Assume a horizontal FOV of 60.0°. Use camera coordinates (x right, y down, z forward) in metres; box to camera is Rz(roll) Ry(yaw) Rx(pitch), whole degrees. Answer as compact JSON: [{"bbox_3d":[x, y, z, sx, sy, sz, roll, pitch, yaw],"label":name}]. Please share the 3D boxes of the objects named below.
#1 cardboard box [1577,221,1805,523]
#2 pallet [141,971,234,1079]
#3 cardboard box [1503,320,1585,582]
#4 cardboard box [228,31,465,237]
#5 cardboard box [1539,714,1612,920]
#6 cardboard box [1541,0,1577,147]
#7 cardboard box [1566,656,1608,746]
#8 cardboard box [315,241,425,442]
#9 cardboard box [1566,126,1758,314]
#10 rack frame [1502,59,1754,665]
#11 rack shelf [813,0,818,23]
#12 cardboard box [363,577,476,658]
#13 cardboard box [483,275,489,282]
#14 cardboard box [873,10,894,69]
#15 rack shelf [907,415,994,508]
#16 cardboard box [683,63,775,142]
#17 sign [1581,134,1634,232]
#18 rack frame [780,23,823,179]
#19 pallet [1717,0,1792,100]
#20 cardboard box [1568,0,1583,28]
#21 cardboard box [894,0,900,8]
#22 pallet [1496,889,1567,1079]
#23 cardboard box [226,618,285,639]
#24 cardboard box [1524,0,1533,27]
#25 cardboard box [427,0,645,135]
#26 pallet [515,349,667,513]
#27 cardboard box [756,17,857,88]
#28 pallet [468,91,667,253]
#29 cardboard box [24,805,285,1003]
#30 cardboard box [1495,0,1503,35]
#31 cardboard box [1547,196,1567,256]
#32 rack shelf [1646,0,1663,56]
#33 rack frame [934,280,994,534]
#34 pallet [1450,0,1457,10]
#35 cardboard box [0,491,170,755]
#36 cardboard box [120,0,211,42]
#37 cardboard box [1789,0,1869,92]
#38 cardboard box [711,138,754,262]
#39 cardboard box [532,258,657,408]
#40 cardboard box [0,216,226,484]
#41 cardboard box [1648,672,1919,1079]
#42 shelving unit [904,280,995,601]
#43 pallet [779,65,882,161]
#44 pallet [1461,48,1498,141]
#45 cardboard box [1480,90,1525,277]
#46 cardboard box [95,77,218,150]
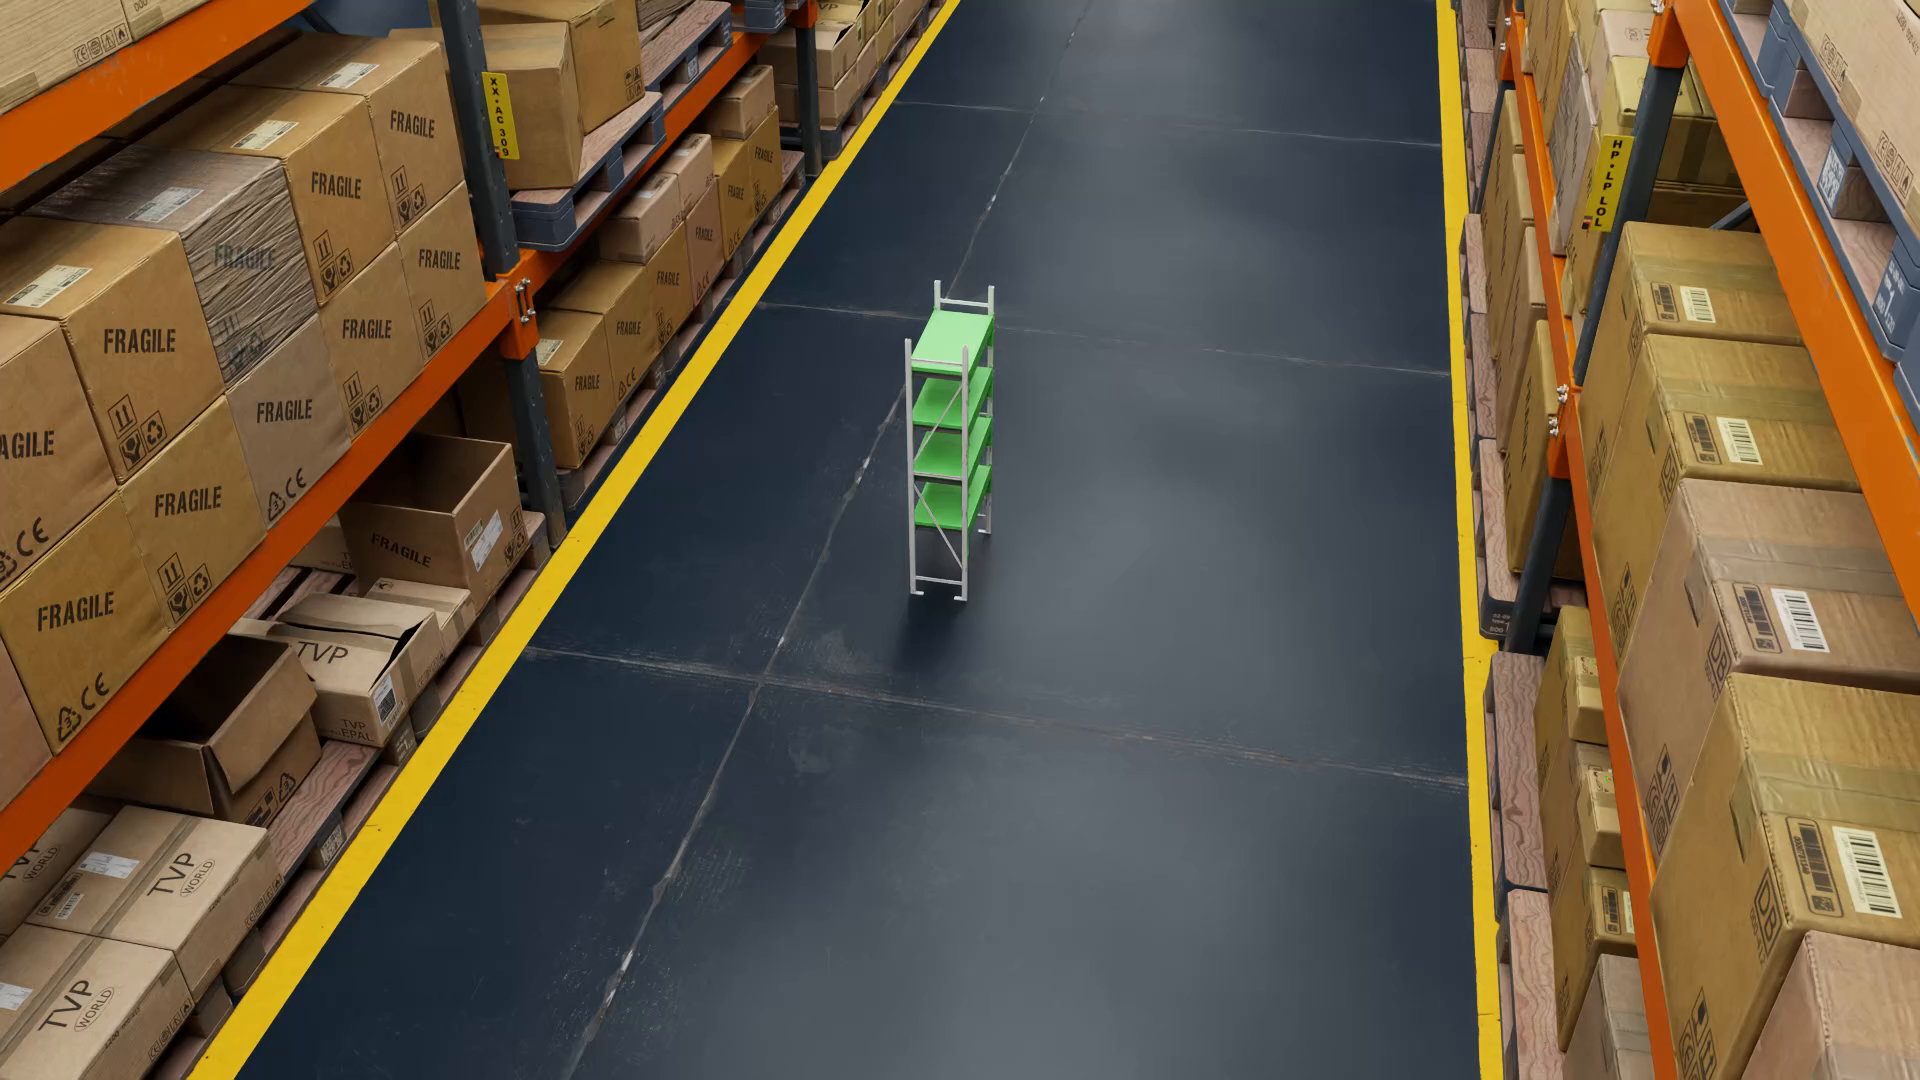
[{"bbox_3d":[2.489,-0.460,5.073,0.980,0.700,0.700,8,37,11],"label":"cardboard box"},{"bbox_3d":[-2.888,1.655,4.787,1.003,0.211,1.213,7,37,10],"label":"pallet"},{"bbox_3d":[2.633,-0.336,6.632,0.750,0.750,0.750,8,37,11],"label":"cardboard box"},{"bbox_3d":[-2.074,-1.389,5.674,0.500,0.500,0.500,7,37,10],"label":"cardboard box"},{"bbox_3d":[2.251,0.898,5.227,0.700,0.500,0.500,7,37,9],"label":"cardboard box"},{"bbox_3d":[2.790,-1.981,7.071,0.500,0.500,0.500,8,37,11],"label":"cardboard box"},{"bbox_3d":[2.110,0.521,5.194,0.380,0.149,0.250,8,37,12],"label":"cardboard box"},{"bbox_3d":[-2.184,-0.693,5.564,0.500,0.500,0.500,8,37,11],"label":"cardboard box"},{"bbox_3d":[2.473,-1.113,5.874,0.500,0.500,0.500,7,36,9],"label":"cardboard box"},{"bbox_3d":[2.621,-0.648,5.588,1.000,3.000,0.127,7,37,10],"label":"rack frame"},{"bbox_3d":[-0.938,-4.415,11.399,1.077,0.370,4.000,7,37,10],"label":"rack shelf"},{"bbox_3d":[-2.085,0.294,6.342,0.380,0.149,0.250,7,37,10],"label":"cardboard box"},{"bbox_3d":[-2.280,-1.034,7.875,0.500,0.500,0.500,7,37,10],"label":"cardboard box"},{"bbox_3d":[-0.754,-3.467,11.463,0.500,0.250,0.500,6,36,9],"label":"cardboard box"},{"bbox_3d":[-0.035,-0.339,6.804,0.258,0.148,0.480,7,37,10],"label":"rack shelf"},{"bbox_3d":[-1.343,-2.431,9.164,0.500,0.250,0.500,9,37,12],"label":"cardboard box"},{"bbox_3d":[2.089,-1.147,5.357,0.100,0.325,0.005,7,37,10],"label":"sign"},{"bbox_3d":[-1.365,-3.560,9.605,1.000,3.000,0.127,7,37,10],"label":"rack frame"},{"bbox_3d":[2.436,-1.359,4.088,1.003,0.211,1.213,7,37,10],"label":"pallet"},{"bbox_3d":[2.807,-2.297,6.868,0.500,0.250,0.500,7,36,9],"label":"cardboard box"},{"bbox_3d":[-0.642,-3.996,11.715,0.500,0.311,0.500,7,36,9],"label":"cardboard box"},{"bbox_3d":[2.124,1.609,4.850,1.003,0.211,1.213,7,37,10],"label":"pallet"},{"bbox_3d":[-2.695,0.413,6.163,0.380,0.166,0.250,7,37,10],"label":"cardboard box"},{"bbox_3d":[3.122,-2.864,8.289,0.500,0.500,0.500,8,37,11],"label":"cardboard box"},{"bbox_3d":[-1.814,-2.123,7.180,0.700,0.500,0.500,13,38,17],"label":"cardboard box"},{"bbox_3d":[-2.082,-0.608,7.910,1.003,0.211,1.213,7,37,10],"label":"pallet"},{"bbox_3d":[-0.966,-3.107,10.488,0.500,0.311,0.500,9,37,12],"label":"cardboard box"},{"bbox_3d":[-1.942,-1.633,7.111,1.003,0.211,1.213,7,37,10],"label":"pallet"},{"bbox_3d":[-2.467,1.112,5.127,0.500,0.250,0.500,7,37,10],"label":"cardboard box"},{"bbox_3d":[4.128,-3.674,11.518,0.700,0.500,0.500,7,36,9],"label":"cardboard box"},{"bbox_3d":[2.546,-1.233,6.592,0.380,0.149,0.250,7,37,10],"label":"cardboard box"},{"bbox_3d":[3.048,-2.718,6.501,1.077,0.370,4.000,7,37,10],"label":"rack shelf"},{"bbox_3d":[0.017,-0.531,6.960,0.240,1.200,0.015,7,37,10],"label":"rack frame"},{"bbox_3d":[4.439,-4.495,13.271,1.003,0.211,1.213,7,37,10],"label":"pallet"},{"bbox_3d":[-2.506,0.181,4.359,0.500,0.500,0.500,7,37,10],"label":"cardboard box"},{"bbox_3d":[-2.279,-1.535,4.384,0.500,0.250,0.500,7,37,10],"label":"cardboard box"},{"bbox_3d":[1.991,-1.064,3.290,0.500,0.250,0.500,6,36,9],"label":"cardboard box"},{"bbox_3d":[-1.446,-1.863,9.020,0.500,0.500,0.500,6,36,8],"label":"cardboard box"},{"bbox_3d":[-1.775,-0.986,7.810,0.500,0.500,0.500,8,37,11],"label":"cardboard box"},{"bbox_3d":[-2.398,-0.518,4.472,0.500,0.500,0.500,7,37,10],"label":"cardboard box"},{"bbox_3d":[2.010,0.812,3.318,0.980,0.700,0.700,7,37,10],"label":"cardboard box"},{"bbox_3d":[-0.035,-0.391,6.767,0.258,1.200,0.503,7,37,10],"label":"shelving unit"},{"bbox_3d":[-1.151,-2.898,11.068,1.003,0.211,1.213,7,37,10],"label":"pallet"},{"bbox_3d":[3.907,-2.957,11.150,1.003,0.211,1.213,7,37,10],"label":"pallet"},{"bbox_3d":[3.190,-1.835,8.700,0.750,0.750,0.750,7,36,9],"label":"cardboard box"},{"bbox_3d":[-2.704,-1.181,5.386,0.500,0.500,0.500,6,36,9],"label":"cardboard box"}]
